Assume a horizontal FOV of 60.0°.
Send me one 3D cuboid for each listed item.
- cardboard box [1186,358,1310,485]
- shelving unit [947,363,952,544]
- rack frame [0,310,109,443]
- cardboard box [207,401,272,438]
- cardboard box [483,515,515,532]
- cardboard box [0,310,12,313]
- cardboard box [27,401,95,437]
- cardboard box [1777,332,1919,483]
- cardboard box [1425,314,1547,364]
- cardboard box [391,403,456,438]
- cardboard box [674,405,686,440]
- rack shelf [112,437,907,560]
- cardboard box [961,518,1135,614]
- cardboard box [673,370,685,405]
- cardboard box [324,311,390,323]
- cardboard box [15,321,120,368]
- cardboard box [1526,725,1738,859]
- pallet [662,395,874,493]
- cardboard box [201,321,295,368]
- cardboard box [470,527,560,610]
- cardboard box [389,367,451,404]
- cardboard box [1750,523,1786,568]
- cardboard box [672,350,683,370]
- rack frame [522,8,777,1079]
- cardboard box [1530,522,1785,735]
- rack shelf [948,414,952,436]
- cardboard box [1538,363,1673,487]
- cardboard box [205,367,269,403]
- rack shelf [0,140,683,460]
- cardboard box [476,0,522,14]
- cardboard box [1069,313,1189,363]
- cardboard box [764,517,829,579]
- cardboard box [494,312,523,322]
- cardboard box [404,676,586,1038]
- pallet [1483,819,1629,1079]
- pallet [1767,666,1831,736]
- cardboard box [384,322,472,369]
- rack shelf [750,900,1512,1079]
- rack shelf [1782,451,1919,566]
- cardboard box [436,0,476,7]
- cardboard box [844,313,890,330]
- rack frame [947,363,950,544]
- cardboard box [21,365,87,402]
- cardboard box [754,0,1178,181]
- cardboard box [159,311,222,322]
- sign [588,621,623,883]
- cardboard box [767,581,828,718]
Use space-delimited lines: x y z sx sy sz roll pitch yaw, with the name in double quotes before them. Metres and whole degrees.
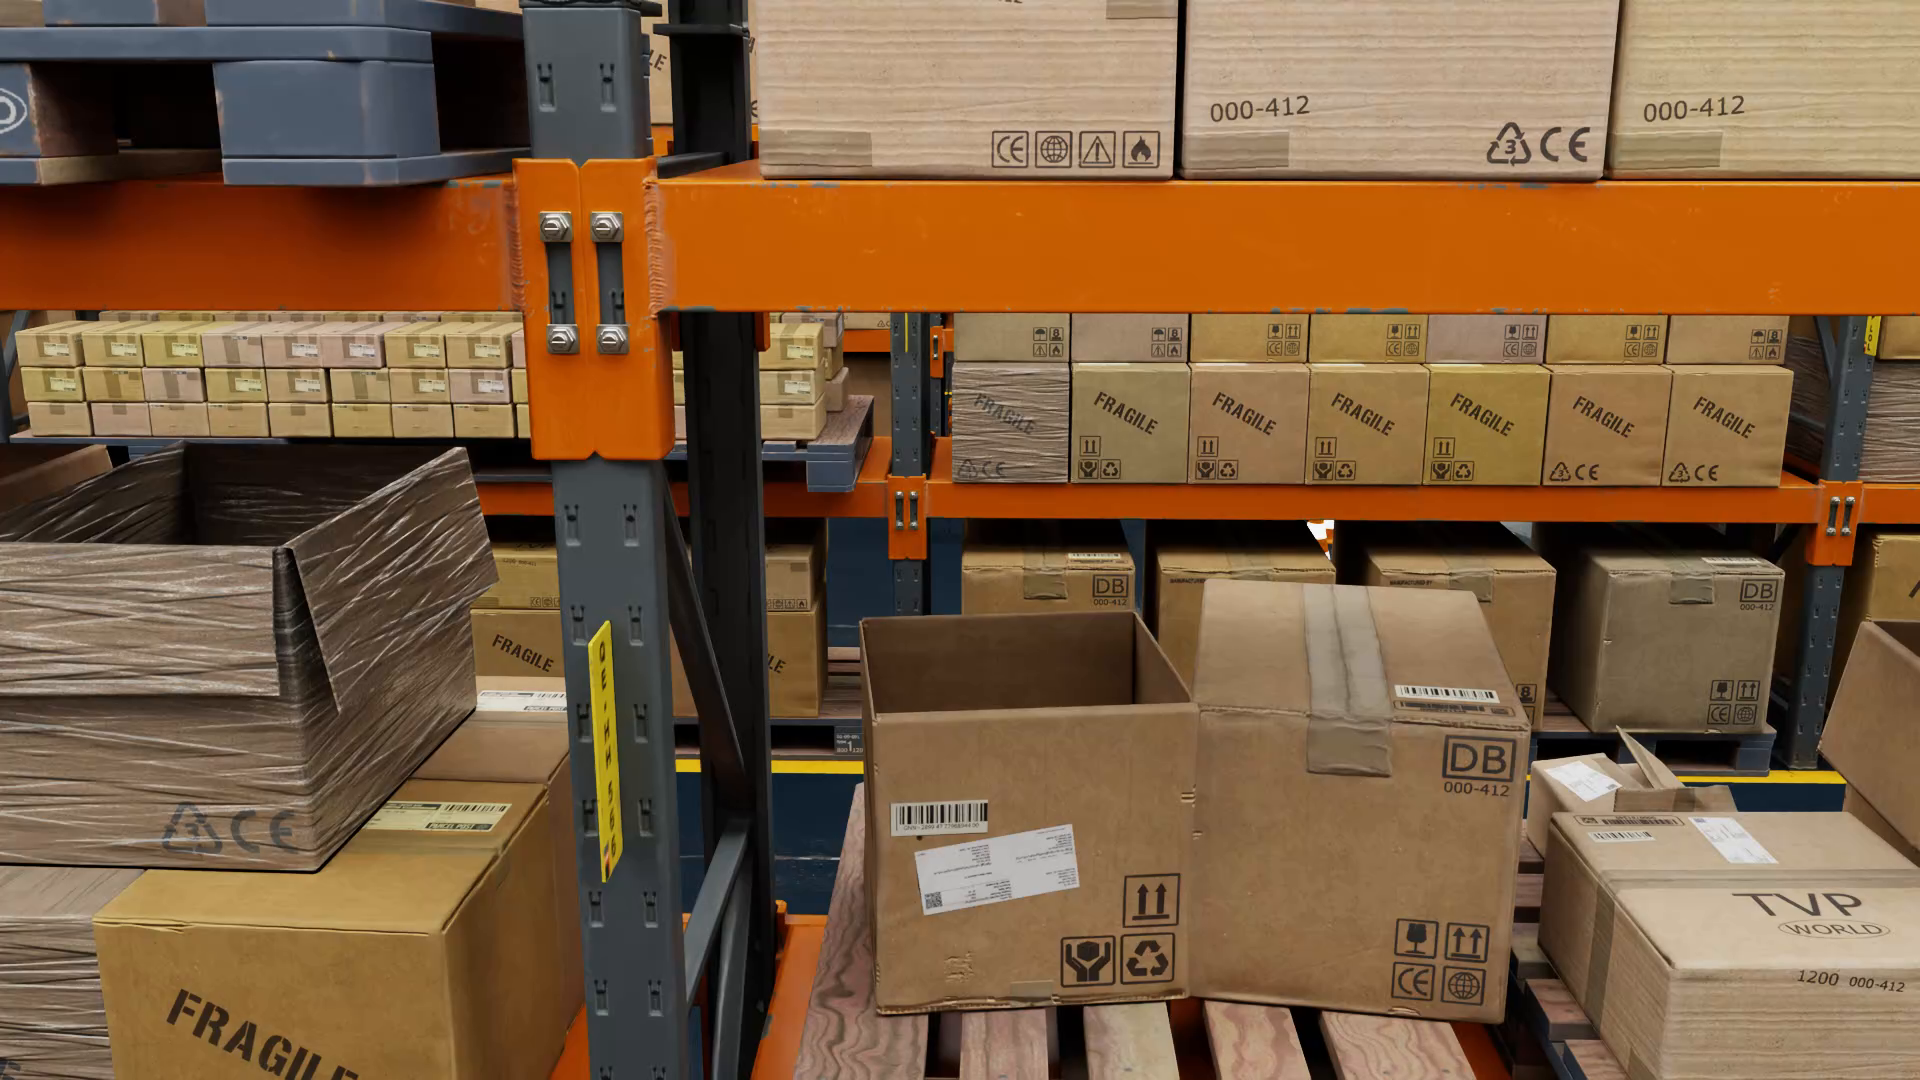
"cardboard box" 1.235 -0.543 7.320 0.500 0.500 0.500 0 15 1
"shelving unit" 0.014 -0.580 11.187 0.189 1.200 0.258 0 15 1
"rack frame" -4.218 -0.598 7.727 0.127 3.000 1.000 0 15 1
"cardboard box" -3.058 -0.555 7.232 0.250 0.149 0.380 1 15 2
"cardboard box" -2.424 -0.008 8.097 0.500 0.250 0.500 0 15 -1
"cardboard box" -4.663 -1.339 7.795 0.500 0.500 0.500 1 15 3
"cardboard box" -3.836 -0.560 7.251 0.250 0.149 0.380 0 15 -1
"cardboard box" 4.149 -0.619 7.512 0.550 0.550 0.875 0 15 1
"cardboard box" 2.264 -1.086 7.419 0.500 0.500 0.700 0 15 2
"cardboard box" -2.278 -0.550 7.214 0.250 0.149 0.380 0 15 -1
"cardboard box" -1.229 -0.543 7.188 0.250 0.149 0.380 1 15 2
"rack shelf" -2.218 -0.237 7.769 4.000 0.370 1.077 0 15 1
"cardboard box" 0.387 0.340 7.759 0.750 0.750 1.050 0 15 1
"cardboard box" -1.255 -0.687 7.149 0.250 0.149 0.380 1 15 3
"cardboard box" -2.777 -1.007 7.778 0.250 0.149 0.380 0 15 0
"cardboard box" -3.836 -0.847 7.175 0.250 0.149 0.380 1 15 4
"cardboard box" 1.227 0.496 3.019 0.258 0.266 0.396 0 15 0
"pallet" -0.934 -0.457 7.567 1.003 0.211 1.213 0 15 1
"cardboard box" -3.051 -0.843 7.157 0.250 0.149 0.380 0 15 1
"cardboard box" -1.922 0.126 7.591 0.500 0.250 0.500 1 15 3
"cardboard box" -2.272 -0.694 7.176 0.250 0.149 0.380 0 15 0
"cardboard box" 5.048 -0.011 10.130 0.503 0.637 0.797 0 15 1
"cardboard box" -1.234 -0.831 7.114 0.250 0.149 0.380 1 15 3
"rack frame" -0.447 0.692 2.836 0.127 3.000 1.000 0 15 1
"cardboard box" 3.157 0.358 7.691 0.750 0.750 1.050 0 15 1
"rack shelf" 0.014 -0.769 11.137 0.180 0.103 0.258 0 15 1
"cardboard box" 2.746 -0.533 7.283 0.500 0.500 0.500 0 15 1
"cardboard box" -3.059 -0.699 7.197 0.250 0.149 0.380 0 15 -1
"rack shelf" -2.446 -0.423 2.595 4.000 0.370 1.077 0 15 1
"cardboard box" -1.796 -2.014 7.017 0.500 0.500 0.500 0 15 1
"cardboard box" 0.735 -1.095 7.456 0.500 0.500 0.700 0 15 1
"cardboard box" -0.902 0.005 8.049 0.500 0.250 0.500 0 15 -1
"cardboard box" -1.990 -1.002 7.760 0.250 0.149 0.380 1 15 3
"cardboard box" -0.926 0.571 3.098 0.500 0.500 0.500 1 15 3
"pallet" 1.533 0.787 2.851 1.213 0.211 1.003 0 15 1
"pallet" 4.538 0.827 7.790 1.213 0.211 1.003 0 15 1
"cardboard box" -2.273 -0.838 7.141 0.250 0.149 0.380 1 15 3
"rack shelf" 1.553 1.053 2.878 4.000 0.370 1.077 0 15 1
"rack shelf" 5.779 -0.185 7.571 4.000 0.370 1.077 0 15 1
"cardboard box" -1.058 -0.997 2.332 0.637 0.503 0.797 1 15 5
"cardboard box" -0.706 -1.700 12.196 0.500 0.250 0.500 0 15 -1
"rack frame" -0.077 -0.581 11.189 0.006 1.200 0.240 0 15 1
"cardboard box" -3.836 -0.704 7.213 0.250 0.149 0.380 1 15 2
"cardboard box" 0.017 -0.618 2.215 0.500 0.250 0.500 1 15 2
"cardboard box" -3.543 -1.013 7.802 0.250 0.149 0.380 0 15 0
"sign" -0.458 0.274 2.152 0.005 0.325 0.100 0 15 1
"cardboard box" -0.884 0.496 7.657 0.500 0.500 0.500 0 15 1
